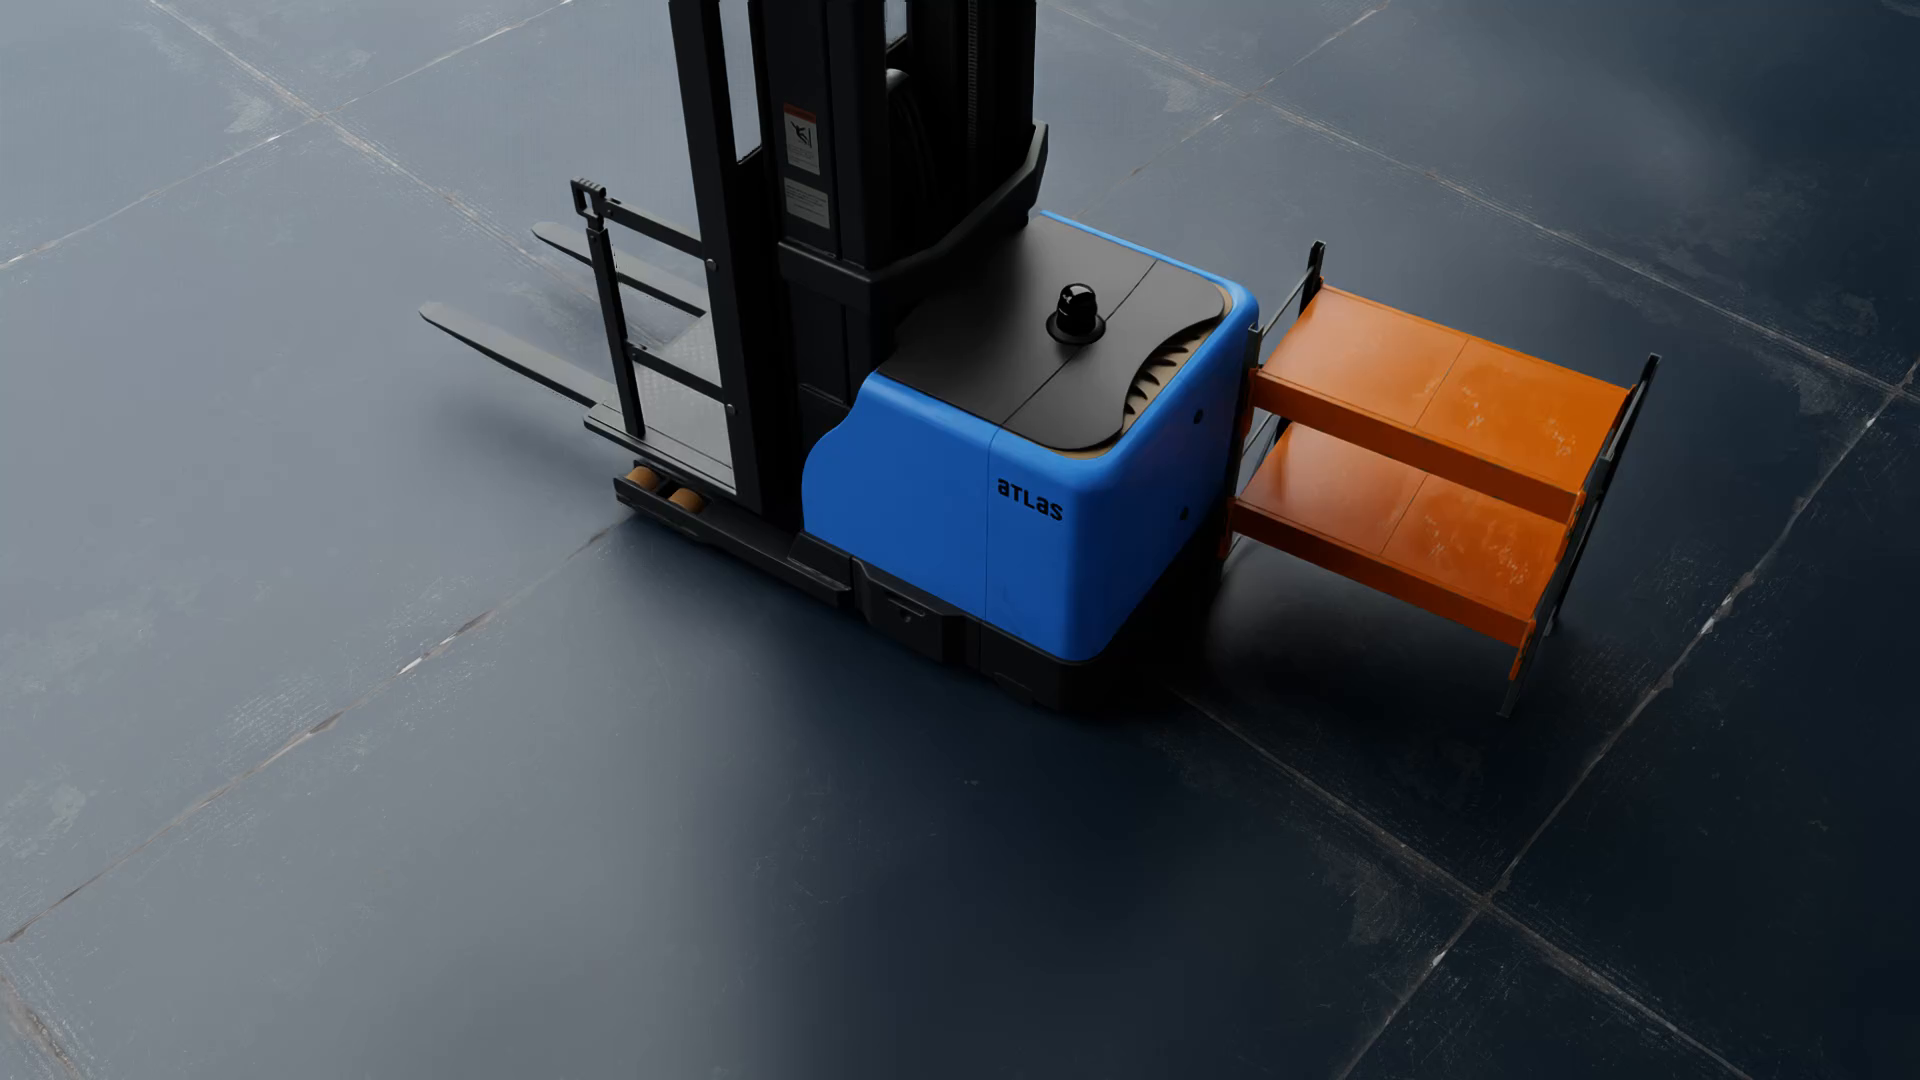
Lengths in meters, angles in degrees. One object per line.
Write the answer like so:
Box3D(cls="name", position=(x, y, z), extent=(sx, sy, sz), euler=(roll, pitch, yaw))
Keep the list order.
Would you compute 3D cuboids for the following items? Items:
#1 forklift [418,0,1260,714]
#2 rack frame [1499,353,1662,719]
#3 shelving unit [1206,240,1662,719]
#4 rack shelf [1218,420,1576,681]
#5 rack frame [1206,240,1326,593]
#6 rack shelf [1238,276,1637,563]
Box3D(cls="forklift", position=(-0.596, -1.312, 4.971), extent=(3.031, 2.935, 1.130), euler=(26, 52, 22))
Box3D(cls="rack frame", position=(1.839, 0.016, 4.964), extent=(0.032, 1.125, 0.500), euler=(24, 51, 21))
Box3D(cls="shelving unit", position=(1.405, -0.177, 5.145), extent=(1.048, 1.125, 0.538), euler=(24, 51, 21))
Box3D(cls="rack shelf", position=(1.405, -0.010, 5.323), extent=(1.000, 0.278, 0.538), euler=(24, 51, 21))
Box3D(cls="rack frame", position=(0.971, -0.370, 5.325), extent=(0.032, 1.125, 0.500), euler=(24, 51, 21))
Box3D(cls="rack shelf", position=(1.405, -0.377, 4.931), extent=(1.000, 0.278, 0.538), euler=(24, 51, 21))
